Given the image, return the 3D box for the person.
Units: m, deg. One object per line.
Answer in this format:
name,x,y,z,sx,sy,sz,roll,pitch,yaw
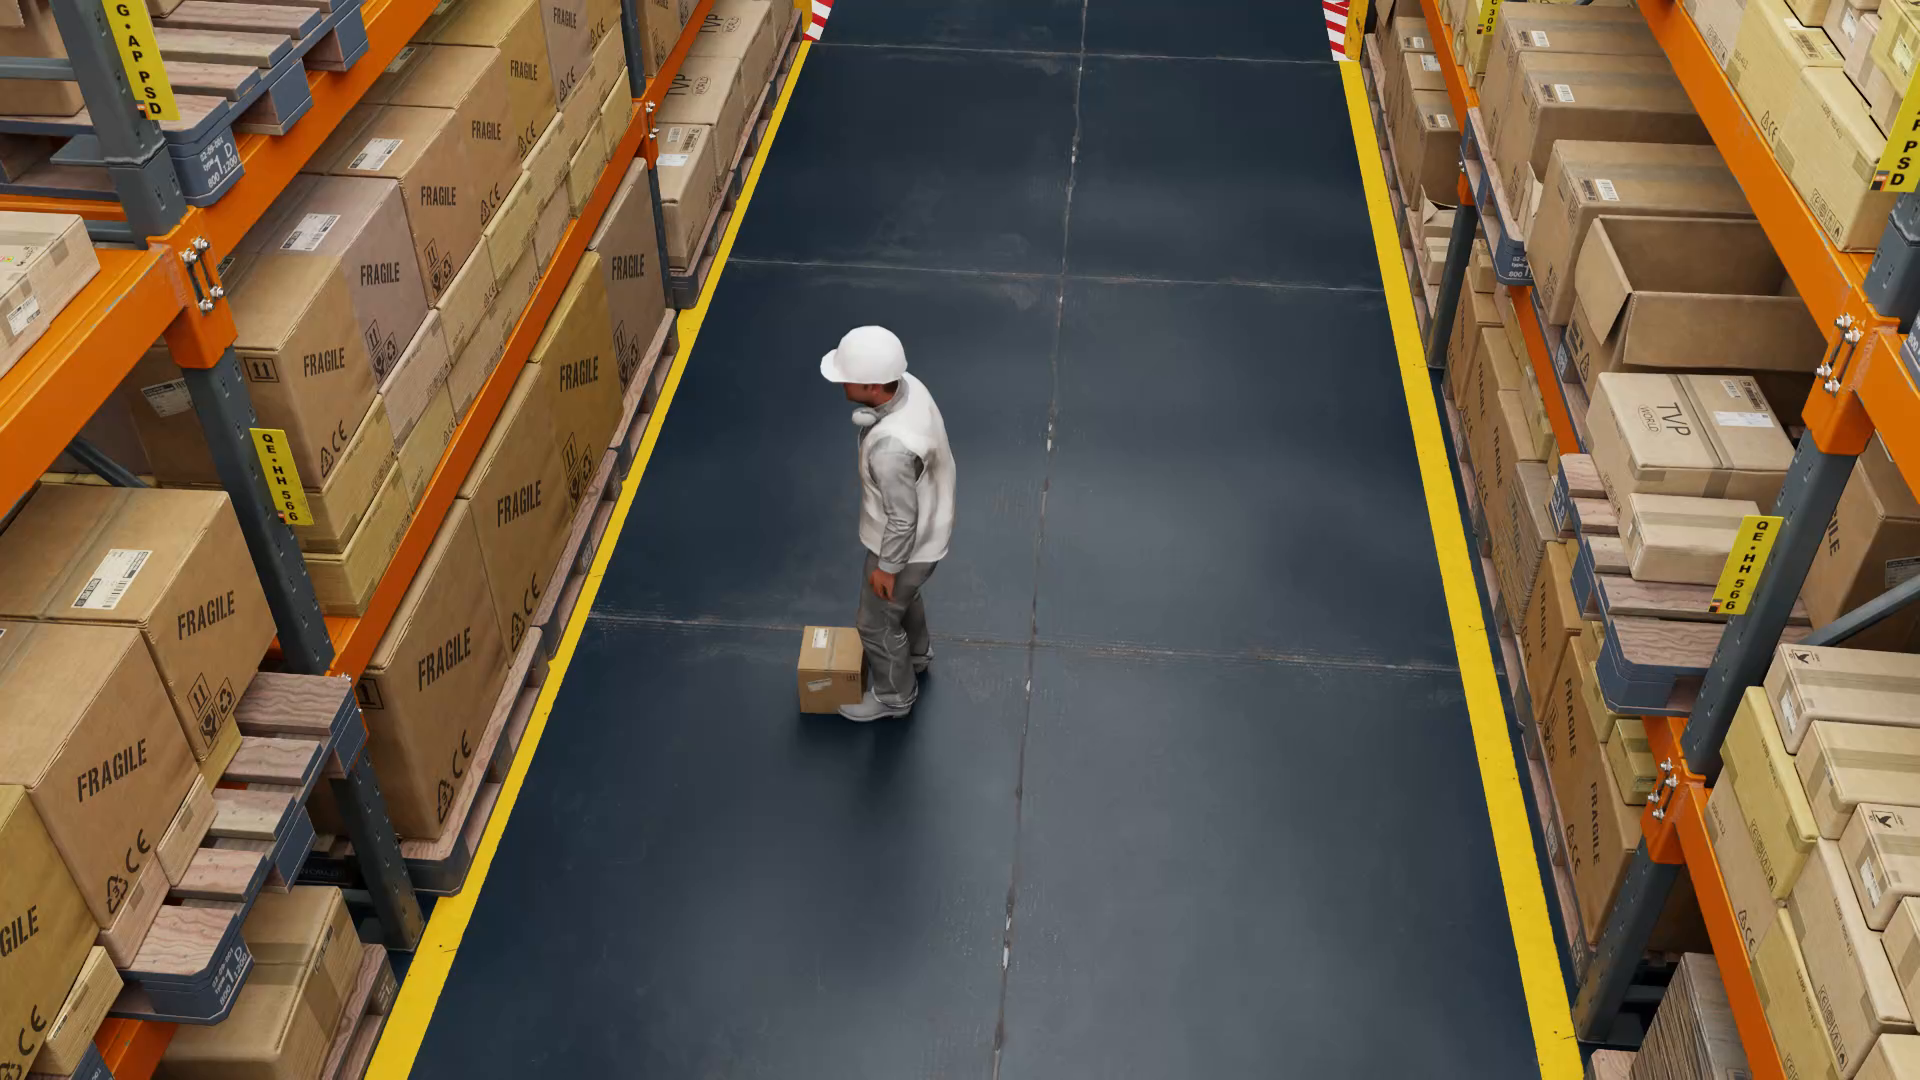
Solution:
person,-0.252,-0.047,6.192,0.476,1.770,0.587,1,40,1
